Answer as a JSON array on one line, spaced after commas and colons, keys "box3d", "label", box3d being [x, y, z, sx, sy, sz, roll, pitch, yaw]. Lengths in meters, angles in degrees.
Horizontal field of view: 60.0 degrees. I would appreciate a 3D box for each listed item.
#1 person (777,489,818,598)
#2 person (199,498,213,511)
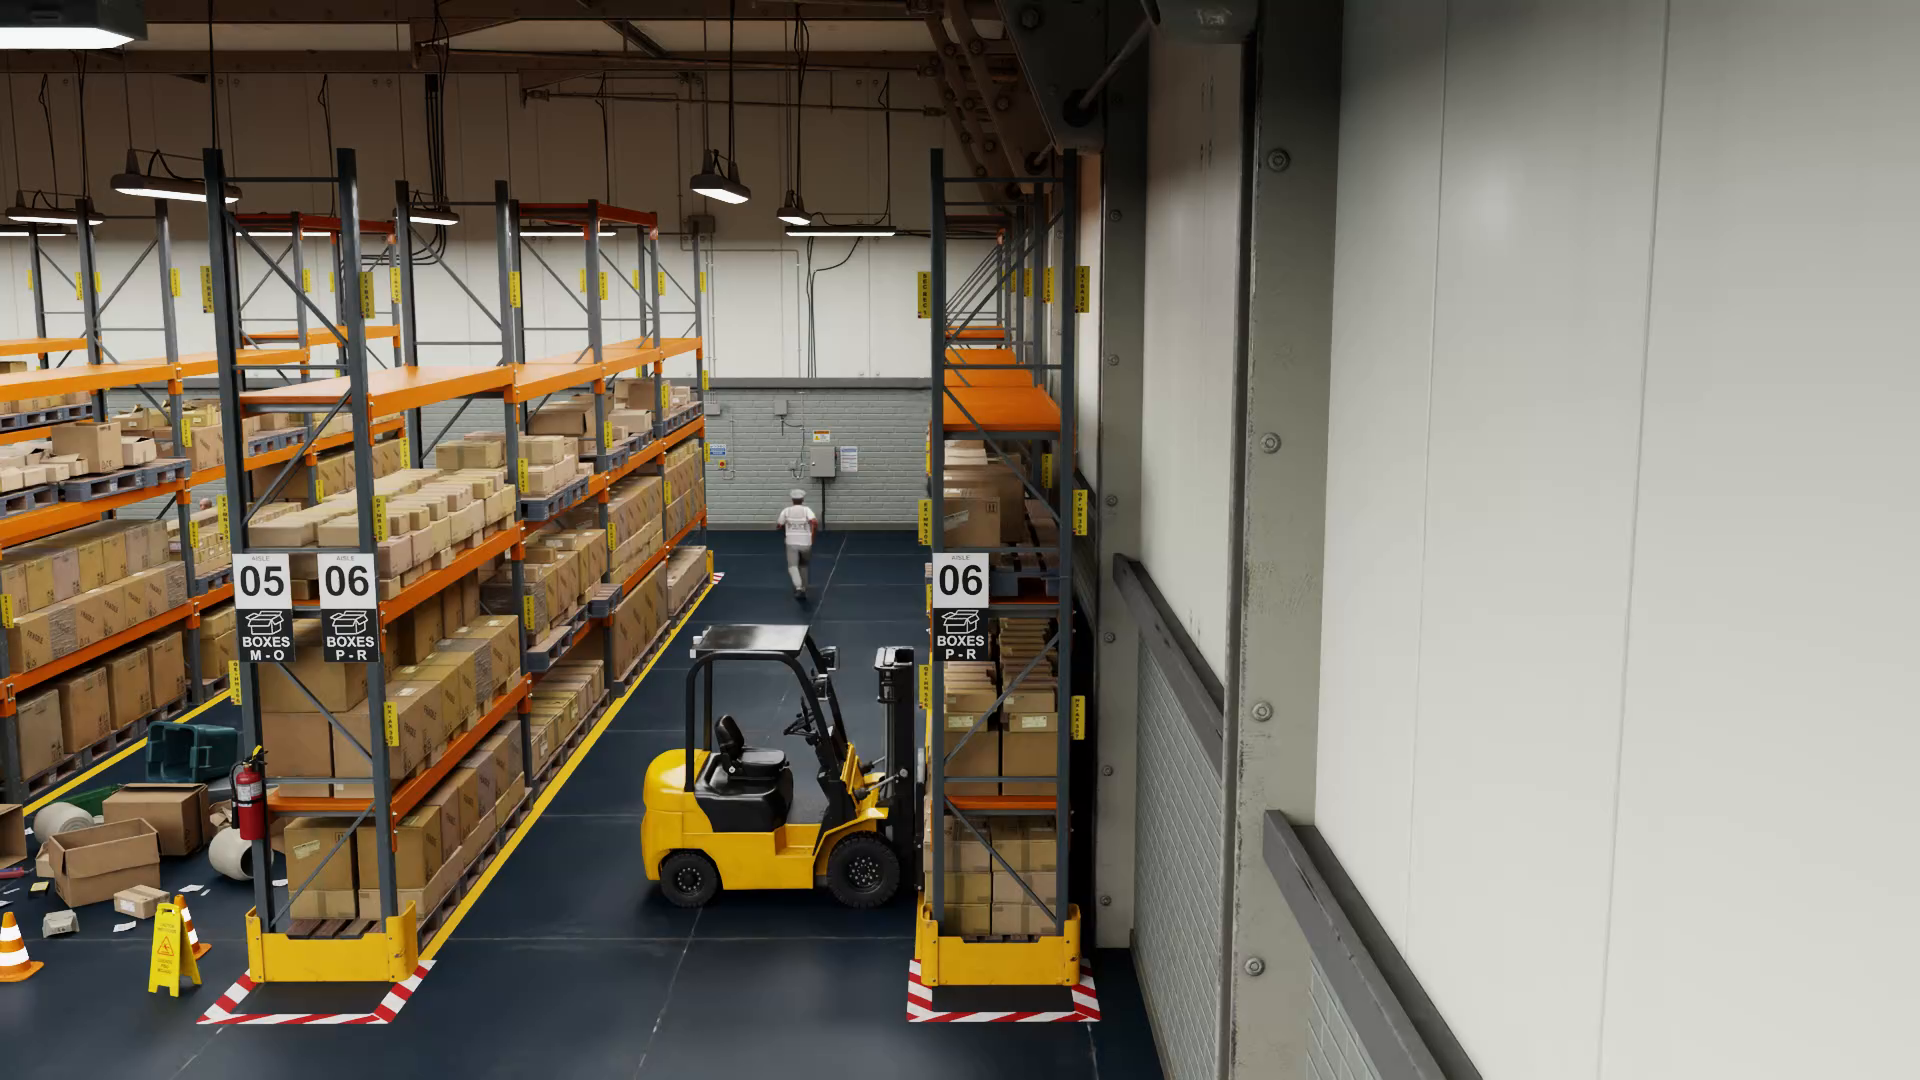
[{"box3d": [-2.572, 0.126, 26.255, 0.612, 1.832, 1.065, -2, 9, -13], "label": "person"}, {"box3d": [-11.334, 0.257, 25.097, 0.706, 1.798, 1.009, -1, 9, -5], "label": "person"}]
